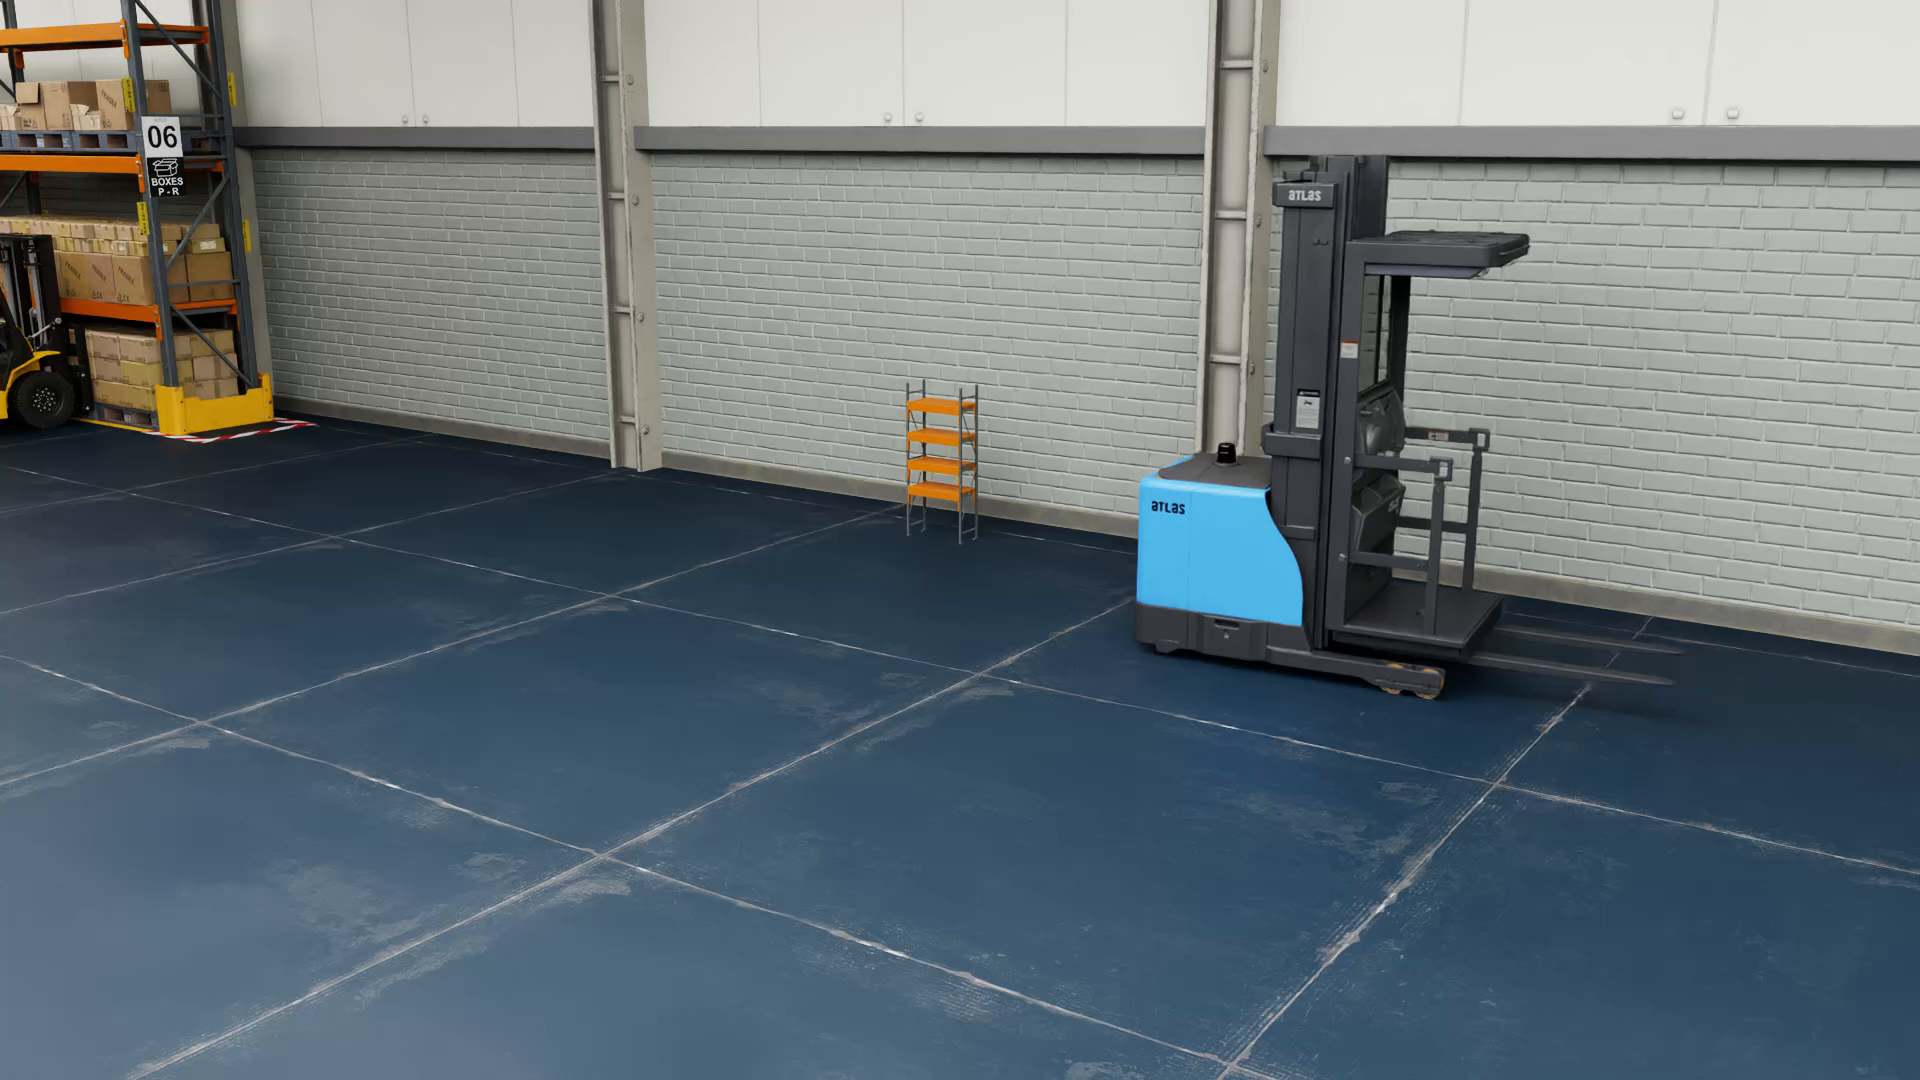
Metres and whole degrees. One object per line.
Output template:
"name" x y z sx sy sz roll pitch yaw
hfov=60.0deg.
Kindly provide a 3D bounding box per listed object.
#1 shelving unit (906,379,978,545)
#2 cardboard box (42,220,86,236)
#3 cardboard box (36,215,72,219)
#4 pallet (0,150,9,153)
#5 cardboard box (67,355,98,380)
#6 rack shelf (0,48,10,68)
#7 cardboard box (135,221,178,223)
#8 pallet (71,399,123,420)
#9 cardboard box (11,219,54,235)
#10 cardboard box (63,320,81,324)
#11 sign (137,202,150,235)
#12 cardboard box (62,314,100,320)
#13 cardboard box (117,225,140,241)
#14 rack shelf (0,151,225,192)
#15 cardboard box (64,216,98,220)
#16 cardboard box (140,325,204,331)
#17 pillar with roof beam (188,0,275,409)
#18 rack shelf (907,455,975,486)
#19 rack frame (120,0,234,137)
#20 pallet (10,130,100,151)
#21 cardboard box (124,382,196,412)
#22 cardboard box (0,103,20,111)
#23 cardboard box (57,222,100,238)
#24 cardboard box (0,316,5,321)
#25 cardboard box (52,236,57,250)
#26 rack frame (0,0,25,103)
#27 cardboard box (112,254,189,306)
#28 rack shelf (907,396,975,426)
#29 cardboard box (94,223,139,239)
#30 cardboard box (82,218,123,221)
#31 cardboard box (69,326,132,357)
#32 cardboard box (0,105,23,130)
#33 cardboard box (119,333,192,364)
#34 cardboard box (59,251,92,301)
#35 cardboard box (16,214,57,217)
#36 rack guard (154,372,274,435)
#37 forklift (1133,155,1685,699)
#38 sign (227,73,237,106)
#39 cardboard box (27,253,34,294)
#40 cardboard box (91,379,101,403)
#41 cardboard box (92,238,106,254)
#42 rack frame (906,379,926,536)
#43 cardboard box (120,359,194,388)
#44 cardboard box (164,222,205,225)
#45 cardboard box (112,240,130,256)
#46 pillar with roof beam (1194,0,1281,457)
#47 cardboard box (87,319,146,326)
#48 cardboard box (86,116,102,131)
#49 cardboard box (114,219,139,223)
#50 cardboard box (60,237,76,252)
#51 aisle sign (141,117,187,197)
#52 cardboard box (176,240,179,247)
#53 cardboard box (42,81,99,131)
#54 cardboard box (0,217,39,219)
"shelving unit" -0.137 -0.605 12.769 0.503 1.200 0.258 9 17 33
"cardboard box" -9.817 -3.429 18.257 0.250 0.149 0.380 9 17 33
"cardboard box" -10.400 -3.661 19.192 0.250 0.149 0.380 9 17 32
"pallet" -11.985 -4.689 19.679 1.217 0.209 0.805 8 16 31
"cardboard box" -9.355 -1.923 18.157 0.500 0.250 0.500 9 16 32
"rack shelf" -12.905 -5.847 20.047 4.000 0.370 1.077 9 17 33
"cardboard box" -8.708 -3.380 18.057 0.250 0.149 0.380 9 17 33
"pallet" -9.592 -1.578 18.760 1.213 0.211 1.003 9 17 33
"cardboard box" -10.276 -3.482 18.471 0.250 0.149 0.380 9 16 32
"cardboard box" -10.181 -2.302 18.649 0.500 0.250 0.500 10 17 35
"sign" -8.241 -3.245 16.785 0.005 0.325 0.100 9 17 33
"cardboard box" -10.300 -2.472 19.336 0.500 0.250 0.500 9 16 32
"cardboard box" -8.563 -3.215 17.390 0.250 0.149 0.380 9 17 33
"rack shelf" -9.586 -4.049 18.192 4.000 0.370 1.077 9 17 33
"cardboard box" -9.953 -3.601 18.950 0.250 0.149 0.380 9 16 32
"cardboard box" -8.636 -2.197 18.223 0.500 0.250 0.500 9 17 33
"pillar with roof beam" -10.404 -5.001 14.297 0.400 9.000 9.100 9 17 33
"rack shelf" -0.137 -0.539 12.785 0.480 0.148 0.258 9 17 33
"rack frame" -7.926 -5.586 16.662 0.127 3.000 1.000 9 17 33
"pallet" -9.515 -4.350 18.097 1.213 0.211 1.003 9 17 33
"cardboard box" -8.493 -1.543 17.662 0.500 0.250 0.500 9 17 33
"cardboard box" -10.691 -4.715 18.490 0.500 0.311 0.500 10 17 34
"cardboard box" -9.456 -3.339 17.892 0.250 0.149 0.380 10 17 34
"cardboard box" -11.019 -2.437 19.194 0.500 0.250 0.500 9 16 32
"cardboard box" -9.856 -3.267 18.221 0.250 0.149 0.380 9 16 32
"rack frame" -11.245 -6.122 18.829 0.127 3.000 1.000 9 17 33
"cardboard box" -8.481 -2.736 17.426 0.500 0.500 0.500 9 16 32
"rack shelf" -0.137 -0.986 12.674 0.480 0.148 0.258 9 17 33
"cardboard box" -8.961 -3.293 17.704 0.250 0.149 0.380 9 17 33
"cardboard box" -9.575 -3.517 18.612 0.250 0.149 0.380 10 17 34
"cardboard box" -9.334 -2.161 18.078 0.500 0.250 0.500 9 17 34
"cardboard box" -10.183 -4.594 18.094 0.258 0.266 0.396 9 16 31
"cardboard box" -8.483 -2.028 17.541 0.500 0.250 0.500 10 17 35
"cardboard box" -9.332 -2.876 17.991 0.500 0.500 0.500 9 16 32
"cardboard box" -10.812 -3.736 19.494 0.250 0.149 0.380 9 17 33
"rack guard" -7.906 -1.457 17.670 0.348 0.500 1.175 9 17 33
"forklift" 2.597 -0.684 9.485 3.031 2.935 1.130 7 16 27
"sign" -7.612 -4.703 17.351 0.005 0.325 0.100 9 17 33
"cardboard box" -10.161 -3.013 18.544 0.500 0.500 0.500 9 17 32
"cardboard box" -9.310 -1.681 18.218 0.500 0.250 0.500 9 17 33
"cardboard box" -8.980 -3.139 17.702 0.250 0.149 0.380 9 17 32
"rack frame" -0.340 -0.637 12.901 0.015 1.200 0.240 9 17 33
"cardboard box" -8.505 -1.789 17.614 0.500 0.250 0.500 9 16 32
"cardboard box" -8.272 -3.317 17.805 0.250 0.149 0.380 10 17 35
"cardboard box" -8.599 -3.056 17.369 0.250 0.149 0.380 9 17 34
"pillar with roof beam" -0.446 -3.391 7.796 0.400 9.000 9.100 9 17 33
"cardboard box" -9.467 -2.336 18.786 0.500 0.250 0.500 9 16 32
"cardboard box" -8.783 -4.311 17.194 0.250 0.149 0.380 9 16 31
"cardboard box" -9.104 -3.465 18.402 0.250 0.149 0.380 9 16 31
"cardboard box" -9.449 -3.195 17.930 0.250 0.149 0.380 9 17 33
"aisle sign" -8.036 -3.868 16.798 0.004 0.787 0.394 9 17 33
"cardboard box" -8.303 -3.155 17.768 0.250 0.149 0.380 9 17 33
"cardboard box" -9.224 -4.599 17.626 0.500 0.500 0.700 9 17 33
"cardboard box" -10.663 -3.567 18.812 0.250 0.149 0.380 9 16 32
